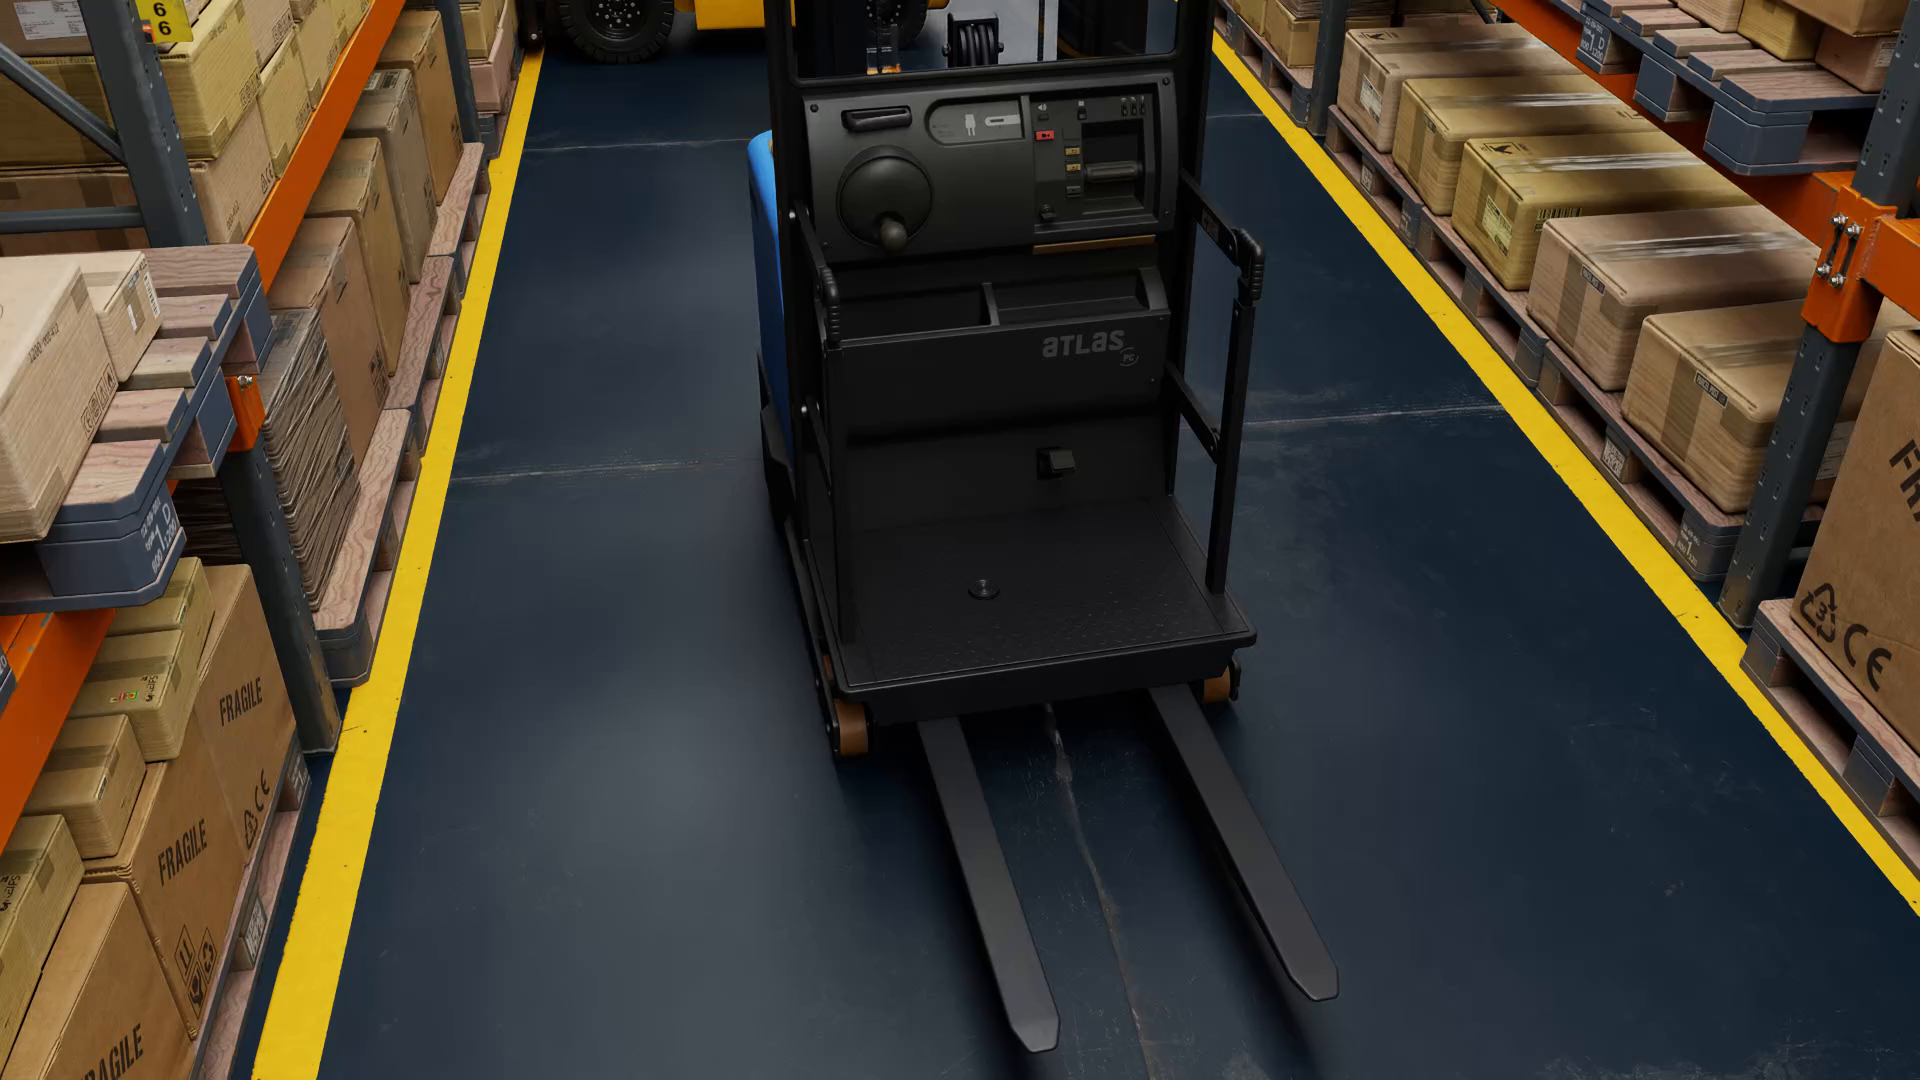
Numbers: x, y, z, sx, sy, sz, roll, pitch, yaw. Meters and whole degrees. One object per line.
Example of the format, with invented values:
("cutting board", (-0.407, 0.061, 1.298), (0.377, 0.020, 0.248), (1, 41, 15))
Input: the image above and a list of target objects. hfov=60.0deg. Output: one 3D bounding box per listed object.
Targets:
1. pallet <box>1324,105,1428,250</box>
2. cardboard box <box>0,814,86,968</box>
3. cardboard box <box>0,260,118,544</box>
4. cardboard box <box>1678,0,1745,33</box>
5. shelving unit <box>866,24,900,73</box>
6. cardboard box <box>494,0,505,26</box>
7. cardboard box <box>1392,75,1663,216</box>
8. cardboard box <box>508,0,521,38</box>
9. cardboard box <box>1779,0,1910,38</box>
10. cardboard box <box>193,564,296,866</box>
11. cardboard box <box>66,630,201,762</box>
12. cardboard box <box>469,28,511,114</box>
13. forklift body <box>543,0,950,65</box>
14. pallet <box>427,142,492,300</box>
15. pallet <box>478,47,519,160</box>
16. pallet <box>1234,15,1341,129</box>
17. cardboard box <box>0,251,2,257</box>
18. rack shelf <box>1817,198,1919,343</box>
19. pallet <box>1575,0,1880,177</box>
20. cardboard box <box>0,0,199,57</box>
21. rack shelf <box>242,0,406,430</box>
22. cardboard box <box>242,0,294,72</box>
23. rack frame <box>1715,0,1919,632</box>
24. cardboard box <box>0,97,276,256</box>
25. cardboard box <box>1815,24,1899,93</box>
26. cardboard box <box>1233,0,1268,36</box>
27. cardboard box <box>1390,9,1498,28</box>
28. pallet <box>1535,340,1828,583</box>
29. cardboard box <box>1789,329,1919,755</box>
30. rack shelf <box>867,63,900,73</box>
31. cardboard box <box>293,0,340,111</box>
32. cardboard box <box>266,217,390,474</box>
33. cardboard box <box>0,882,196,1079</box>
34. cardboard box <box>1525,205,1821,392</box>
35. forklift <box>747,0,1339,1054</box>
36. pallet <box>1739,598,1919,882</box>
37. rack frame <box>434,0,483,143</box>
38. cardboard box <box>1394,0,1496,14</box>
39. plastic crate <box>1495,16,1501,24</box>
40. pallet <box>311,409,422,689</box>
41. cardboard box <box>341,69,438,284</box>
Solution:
("pallet", (2.324, -1.689, 7.541), (1.003, 0.211, 1.213), (-4, 35, -6))
("cardboard box", (-1.796, 0.633, 2.928), (0.380, 0.149, 0.250), (-3, 34, -5))
("cardboard box", (-1.700, -0.213, 2.659), (0.500, 0.250, 0.500), (-6, 35, -9))
("cardboard box", (2.292, -1.560, 4.725), (0.380, 0.149, 0.250), (-5, 35, -7))
("shelving unit", (-0.282, -1.130, 5.843), (0.258, 1.200, 0.503), (-7, 35, -10))
("cardboard box", (-2.529, -2.716, 8.196), (0.500, 0.250, 0.500), (-5, 35, -7))
("cardboard box", (2.391, -1.670, 6.997), (0.950, 0.372, 0.625), (-2, 34, -3))
("cardboard box", (-2.606, -2.798, 8.760), (0.500, 0.250, 0.500), (-4, 34, -6))
("cardboard box", (2.419, -1.614, 4.229), (0.500, 0.500, 0.500), (-5, 35, -8))
("cardboard box", (-1.893, 0.414, 3.826), (0.500, 0.500, 0.500), (-3, 34, -5))
("cardboard box", (-1.778, 0.332, 3.370), (0.380, 0.149, 0.250), (-6, 35, -9))
("cardboard box", (-2.437, -2.230, 7.927), (0.500, 0.250, 0.500), (-4, 34, -6))
("forklift body", (-1.176, -3.859, 9.003), (2.313, 2.155, 1.214), (-4, 35, -6))
("pallet", (-2.563, -1.337, 7.025), (1.003, 0.211, 1.213), (-4, 35, -6))
("pallet", (-2.766, -2.192, 8.279), (1.003, 0.211, 1.213), (-4, 35, -6))
("pallet", (2.092, -2.495, 8.724), (1.003, 0.211, 1.213), (-4, 35, -6))
("cardboard box", (-2.476, -0.835, 3.945), (0.500, 0.250, 0.500), (-5, 35, -7))
("rack shelf", (3.025, 0.370, 2.683), (1.077, 0.370, 4.000), (-4, 35, -6))
("pallet", (2.554, -1.354, 4.743), (1.213, 0.211, 1.003), (-4, 35, -6))
("cardboard box", (-1.914, -1.175, 3.646), (0.380, 0.149, 0.250), (-3, 34, -5))
("rack shelf", (-2.432, -1.484, 5.403), (1.077, 0.370, 4.000), (-4, 35, -6))
("cardboard box", (-2.046, -1.356, 4.265), (0.500, 0.250, 0.500), (-3, 34, -5))
("rack frame", (2.756, -1.043, 4.118), (1.000, 3.000, 0.127), (-4, 35, -6))
("cardboard box", (-1.980, -0.870, 3.996), (0.500, 0.250, 0.500), (-4, 35, -6))
("cardboard box", (2.478, -1.278, 4.312), (0.380, 0.149, 0.250), (-3, 34, -5))
("cardboard box", (1.790, -2.919, 8.938), (0.500, 0.250, 0.500), (-5, 35, -8))
("cardboard box", (2.406, -2.663, 8.562), (0.500, 0.250, 0.500), (-6, 35, -9))
("pallet", (2.652, -0.327, 5.543), (1.003, 0.211, 1.213), (-4, 35, -6))
("cardboard box", (2.766, 0.053, 4.023), (0.875, 0.875, 0.875), (-5, 35, -7))
("rack shelf", (-0.282, -1.455, 5.622), (0.258, 0.148, 0.480), (-7, 35, -10))
("cardboard box", (-2.119, -1.438, 4.829), (0.500, 0.250, 0.500), (-5, 35, -8))
("cardboard box", (-2.329, -0.571, 5.160), (0.875, 0.625, 0.625), (-3, 34, -5))
("cardboard box", (-1.763, 0.986, 2.987), (0.500, 0.500, 0.500), (-3, 34, -4))
("cardboard box", (2.582, -0.858, 5.806), (0.950, 0.372, 0.625), (-5, 35, -7))
("forklift", (0.135, -0.869, 3.923), (1.130, 2.935, 3.031), (-7, 35, -10))
("pallet", (2.787, 0.554, 4.249), (1.003, 0.211, 1.213), (-4, 35, -6))
("rack frame", (-2.701, -2.898, 6.838), (1.000, 3.000, 0.127), (-4, 35, -6))
("cardboard box", (2.406, -2.972, 8.351), (0.500, 0.500, 0.500), (-3, 34, -4))
("plastic crate", (2.819, -3.007, 9.592), (0.402, 0.080, 0.583), (-16, 38, -23))
("pallet", (-2.235, 0.024, 5.027), (1.003, 0.211, 1.213), (-4, 35, -6))
("cardboard box", (-2.522, -1.366, 6.326), (0.875, 0.625, 0.625), (-5, 35, -7))
